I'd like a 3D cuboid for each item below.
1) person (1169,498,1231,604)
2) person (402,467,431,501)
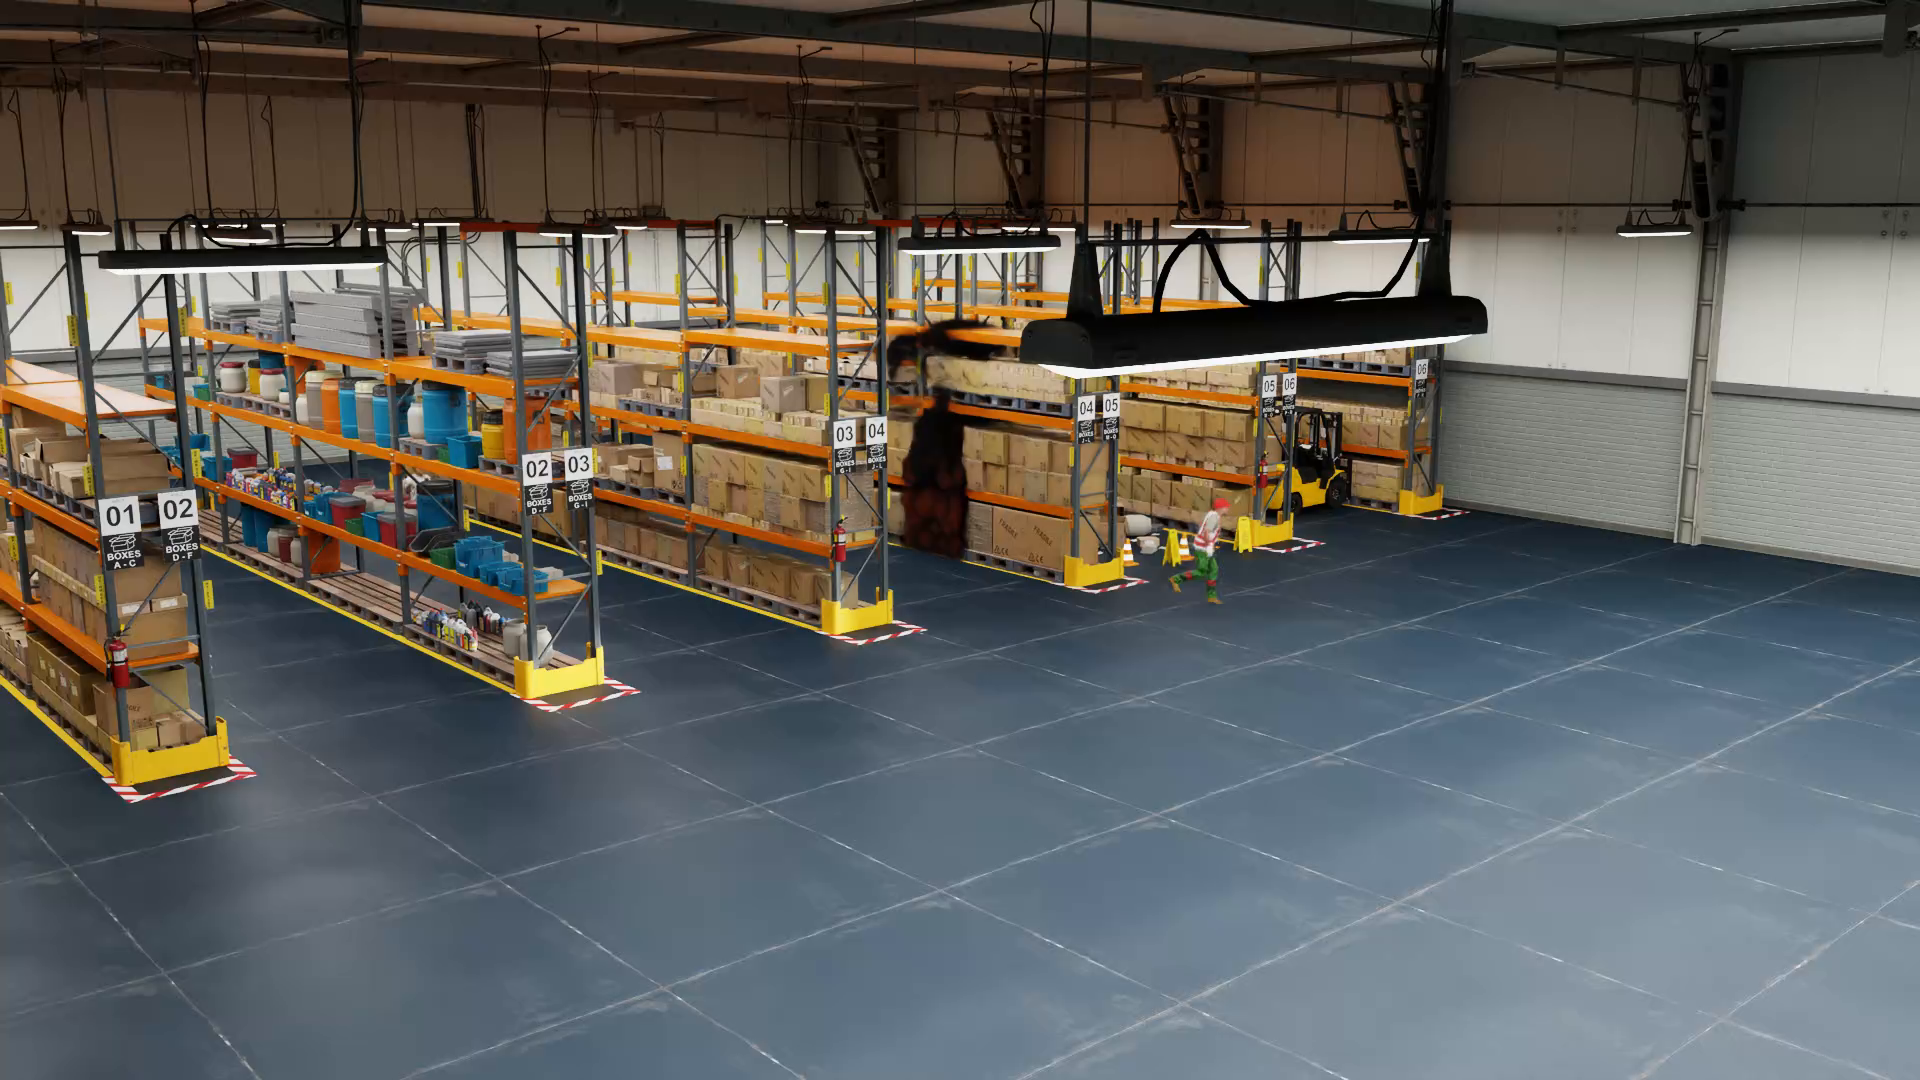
[{"bbox_3d":[3.852,0.180,26.747,0.974,1.726,0.666,-1,11,-3],"label":"person"},{"bbox_3d":[-9.953,-0.649,30.664,0.942,1.683,0.608,10,15,40],"label":"person"}]
